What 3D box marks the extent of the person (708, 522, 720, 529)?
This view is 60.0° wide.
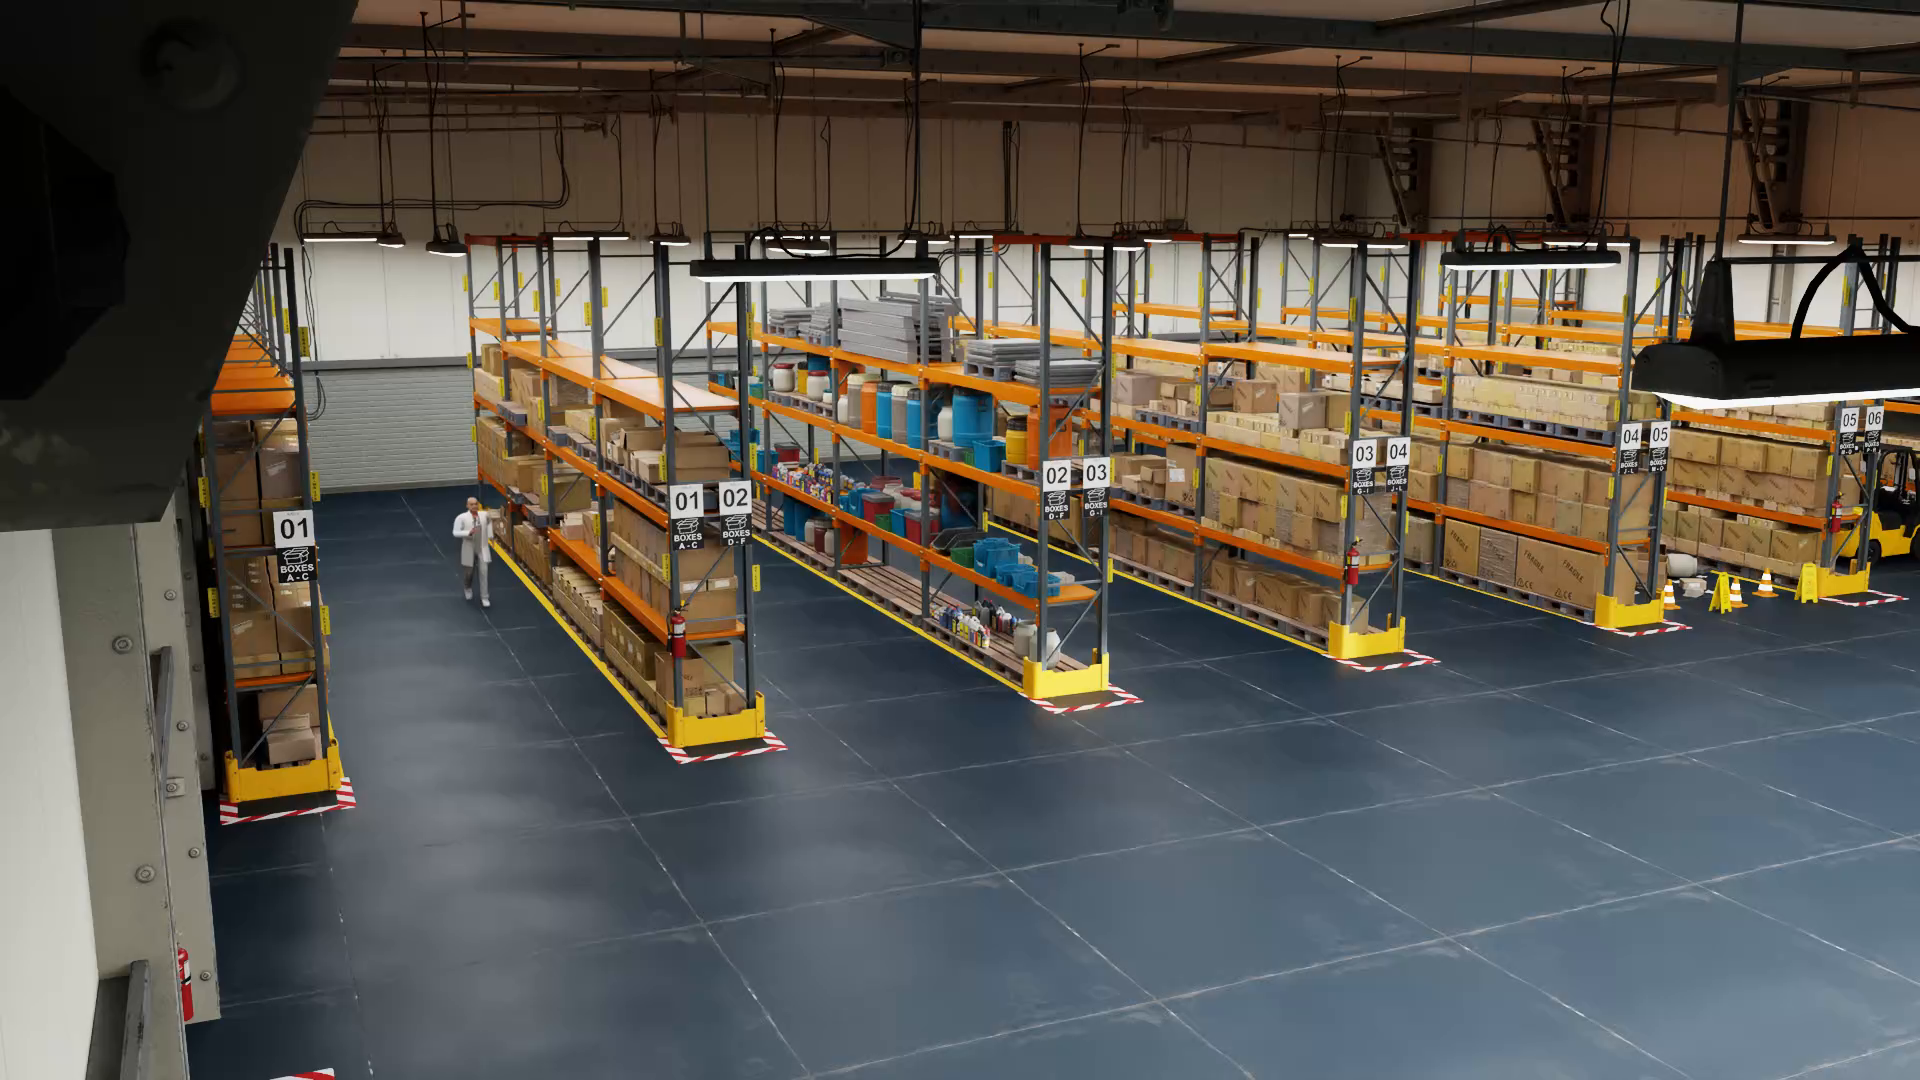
[{"bbox_3d":[-4.382,-0.086,29.496,0.569,1.564,0.570,-7,13,-32],"label":"person"}]

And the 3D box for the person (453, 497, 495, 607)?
[{"bbox_3d":[-7.988,0.168,27.387,0.700,1.744,1.068,-6,13,-29],"label":"person"}]

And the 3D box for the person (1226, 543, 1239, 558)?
[{"bbox_3d":[5.118,-0.457,30.950,0.711,1.740,0.596,-5,12,-26],"label":"person"}]
